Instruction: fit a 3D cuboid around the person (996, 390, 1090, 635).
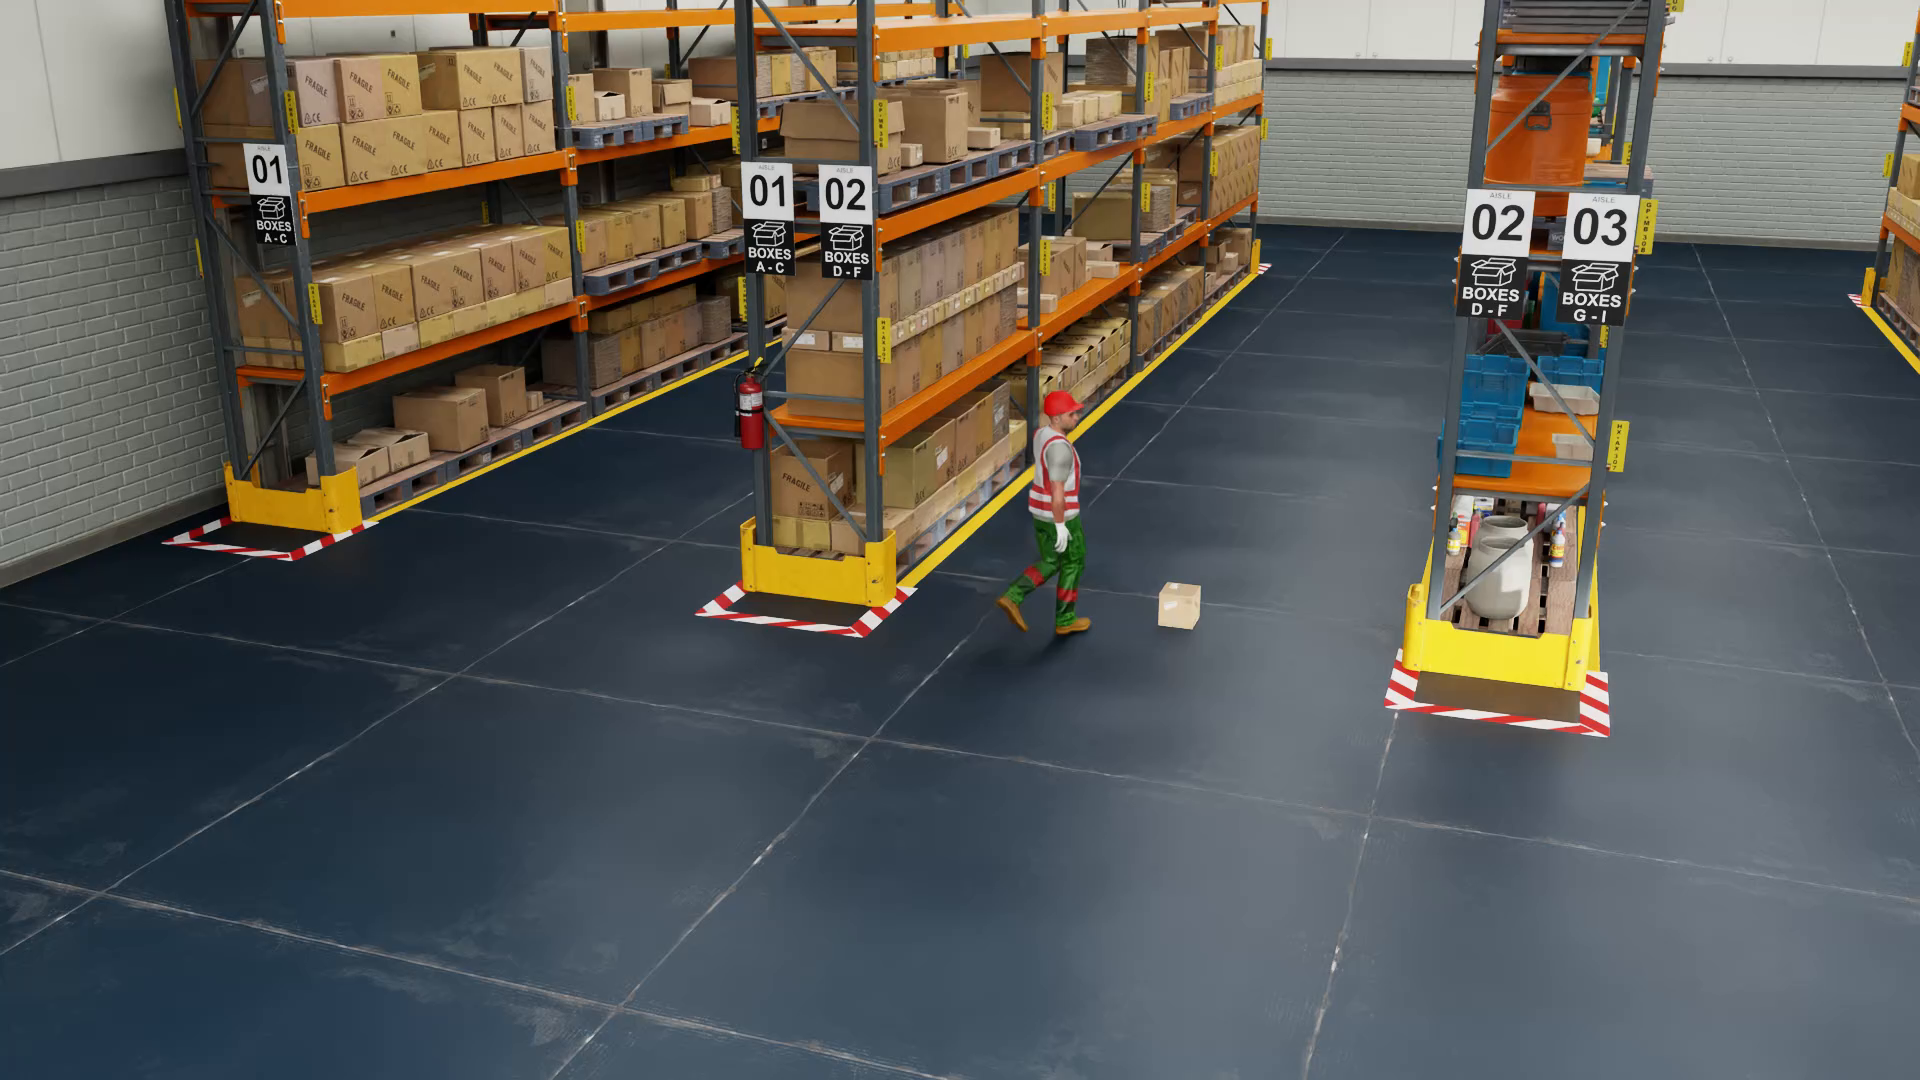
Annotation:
[{"bbox_3d":[0.601,-0.168,11.517,0.741,1.761,0.555,-9,20,-24],"label":"person"}]
